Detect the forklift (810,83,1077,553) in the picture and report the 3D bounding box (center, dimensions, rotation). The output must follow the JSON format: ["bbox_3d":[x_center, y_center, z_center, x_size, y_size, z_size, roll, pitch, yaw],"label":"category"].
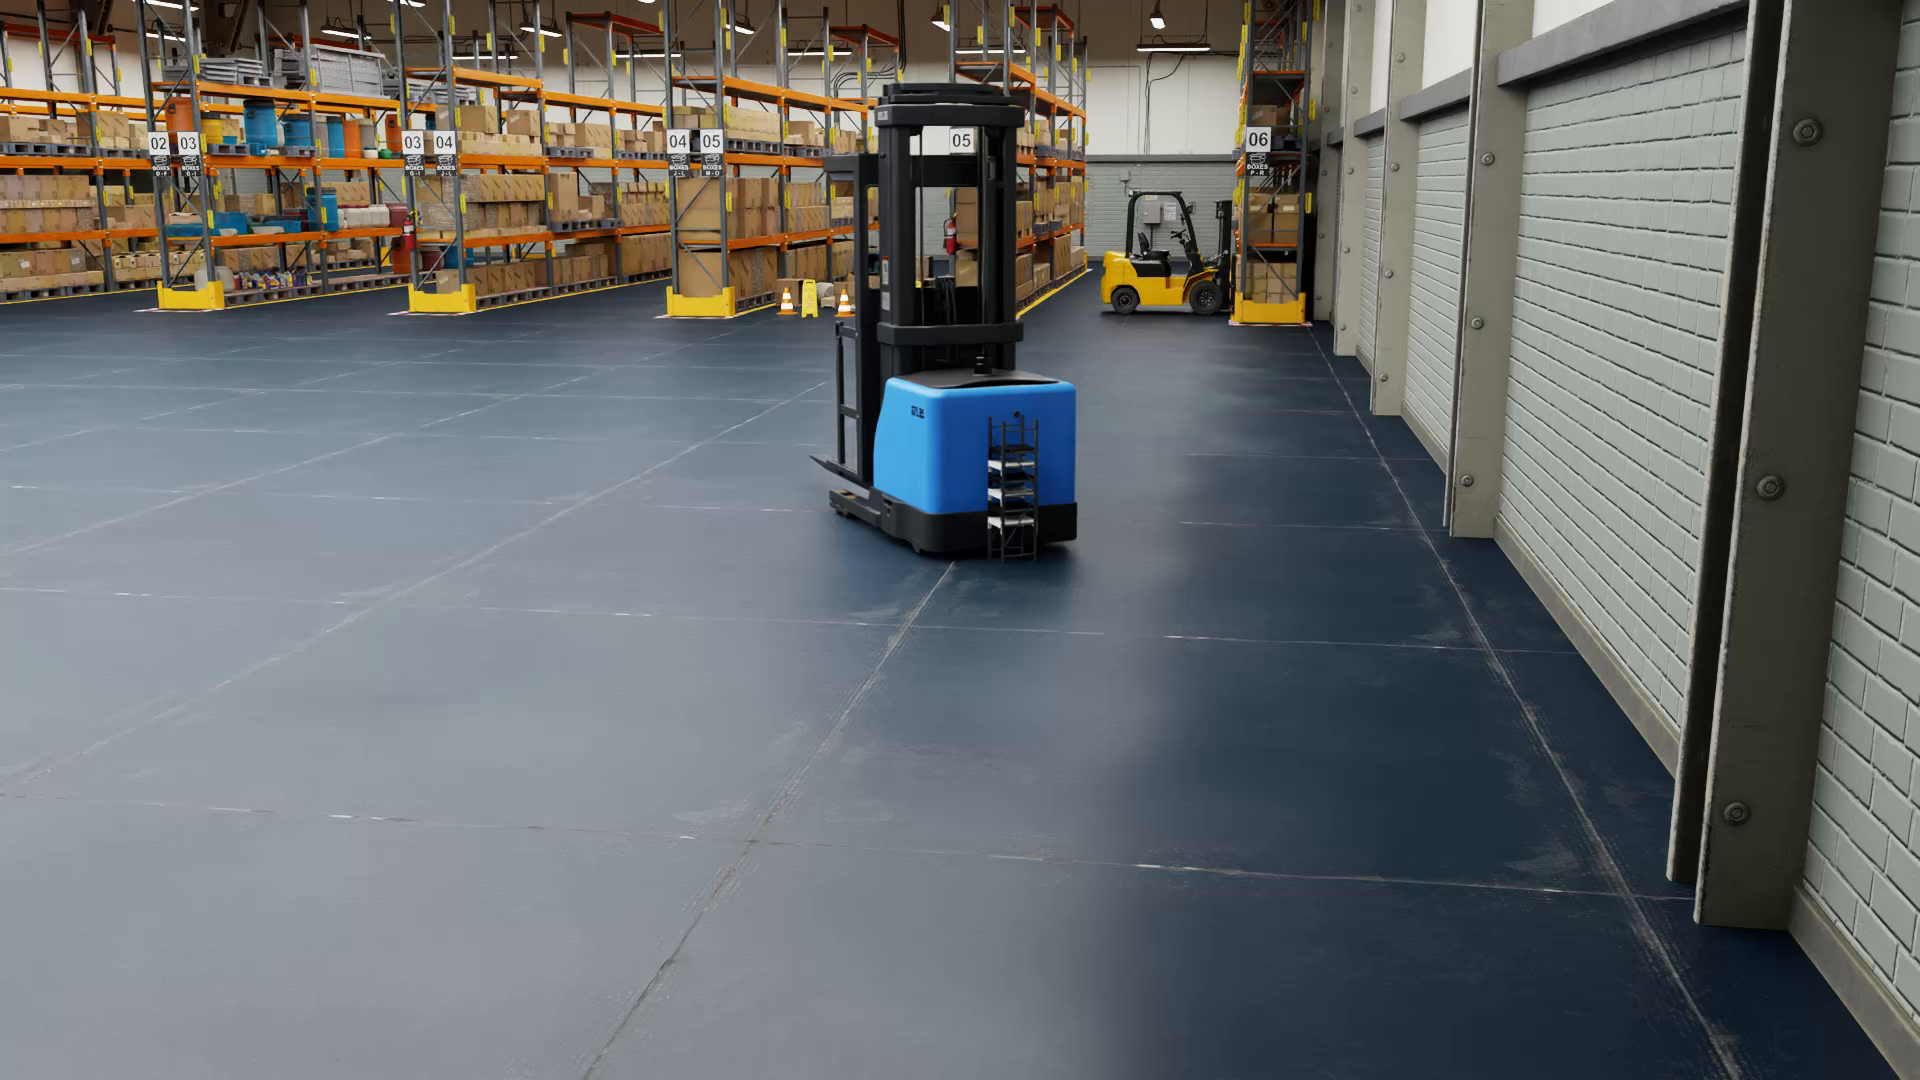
[{"bbox_3d":[-0.284,-1.616,11.536,1.130,2.935,3.031,-5,13,-22],"label":"forklift"}]

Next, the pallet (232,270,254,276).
[{"bbox_3d":[-17.873,-6.416,40.264,1.003,0.211,1.213,2,12,9],"label":"pallet"}]

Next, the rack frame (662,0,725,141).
[{"bbox_3d":[-4.582,-8.389,28.559,1.000,3.000,0.127,2,12,9],"label":"rack frame"}]

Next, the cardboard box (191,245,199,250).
[{"bbox_3d":[-21.776,-8.180,46.768,0.700,0.500,0.500,2,12,8],"label":"cardboard box"}]

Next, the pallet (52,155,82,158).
[{"bbox_3d":[-22.705,-9.527,41.411,1.003,0.211,1.213,2,12,11],"label":"pallet"}]

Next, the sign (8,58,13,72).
[{"bbox_3d":[-22.383,-11.197,39.185,0.100,0.325,0.005,2,12,9],"label":"sign"}]

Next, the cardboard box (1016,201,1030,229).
[{"bbox_3d":[1.044,-6.136,31.402,0.500,0.500,0.500,2,12,11],"label":"cardboard box"}]

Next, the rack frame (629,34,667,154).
[{"bbox_3d":[-7.622,-11.069,40.994,1.000,3.000,0.127,2,12,9],"label":"rack frame"}]

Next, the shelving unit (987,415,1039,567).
[{"bbox_3d":[0.326,-0.306,10.277,0.258,0.900,0.210,-5,13,-22],"label":"shelving unit"}]

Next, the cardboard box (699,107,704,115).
[{"bbox_3d":[-4.787,-7.630,29.628,0.380,0.149,0.250,2,12,10],"label":"cardboard box"}]

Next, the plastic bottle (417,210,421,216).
[{"bbox_3d":[-13.200,-7.874,40.526,0.144,0.351,0.185,2,12,9],"label":"plastic bottle"}]

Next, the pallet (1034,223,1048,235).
[{"bbox_3d":[1.201,-6.210,33.145,1.003,0.211,1.213,2,12,9],"label":"pallet"}]

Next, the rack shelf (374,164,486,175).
[{"bbox_3d":[-12.824,-8.995,40.198,1.077,0.370,4.000,2,12,9],"label":"rack shelf"}]

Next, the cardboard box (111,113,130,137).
[{"bbox_3d":[-18.442,-9.004,36.111,0.500,0.500,0.500,3,13,14],"label":"cardboard box"}]

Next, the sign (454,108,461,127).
[{"bbox_3d":[-8.932,-7.514,29.545,0.100,0.325,0.005,2,12,9],"label":"sign"}]

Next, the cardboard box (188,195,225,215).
[{"bbox_3d":[-18.040,-8.014,39.825,0.700,0.500,0.500,-2,12,-10],"label":"cardboard box"}]

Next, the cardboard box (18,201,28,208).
[{"bbox_3d":[-18.786,-6.669,33.040,0.380,0.149,0.250,2,12,8],"label":"cardboard box"}]

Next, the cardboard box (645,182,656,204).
[{"bbox_3d":[-7.829,-8.400,40.230,0.797,0.503,0.637,2,12,9],"label":"cardboard box"}]

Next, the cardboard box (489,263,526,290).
[{"bbox_3d":[-9.034,-5.253,33.183,0.500,0.500,0.500,6,14,27],"label":"cardboard box"}]

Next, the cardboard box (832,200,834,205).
[{"bbox_3d":[-3.051,-7.641,37.515,0.380,0.149,0.250,2,12,7],"label":"cardboard box"}]

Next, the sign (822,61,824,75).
[{"bbox_3d":[-3.270,-11.404,40.143,0.100,0.325,0.005,2,12,9],"label":"sign"}]

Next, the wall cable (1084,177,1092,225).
[{"bbox_3d":[3.629,-10.334,49.339,0.585,1.953,0.123,2,12,9],"label":"wall cable"}]

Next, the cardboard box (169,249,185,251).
[{"bbox_3d":[-18.396,-6.661,38.980,0.500,0.311,0.500,2,12,11],"label":"cardboard box"}]

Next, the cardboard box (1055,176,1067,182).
[{"bbox_3d":[2.475,-8.727,40.217,0.380,0.149,0.250,2,12,8],"label":"cardboard box"}]

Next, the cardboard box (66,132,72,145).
[{"bbox_3d":[-22.711,-9.948,41.632,0.700,0.500,0.500,2,12,9],"label":"cardboard box"}]

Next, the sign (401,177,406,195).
[{"bbox_3d":[-10.013,-6.381,29.982,0.100,0.325,0.005,2,12,9],"label":"sign"}]

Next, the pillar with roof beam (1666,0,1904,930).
[{"bbox_3d":[-1.718,-3.349,5.172,9.100,9.000,0.400,2,12,9],"label":"pillar with roof beam"}]

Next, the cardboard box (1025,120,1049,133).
[{"bbox_3d":[1.492,-8.205,32.998,0.500,0.250,0.500,2,12,7],"label":"cardboard box"}]

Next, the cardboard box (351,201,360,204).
[{"bbox_3d":[-16.753,-9.025,45.516,0.500,0.500,0.500,2,12,9],"label":"cardboard box"}]

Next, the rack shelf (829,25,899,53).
[{"bbox_3d":[-2.429,-12.576,41.808,1.077,0.370,4.000,2,12,9],"label":"rack shelf"}]

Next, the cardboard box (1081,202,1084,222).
[{"bbox_3d":[2.972,-8.587,43.483,0.500,0.500,0.500,2,12,9],"label":"cardboard box"}]

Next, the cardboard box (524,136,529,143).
[{"bbox_3d":[-8.702,-7.874,32.699,0.380,0.149,0.250,1,12,6],"label":"cardboard box"}]

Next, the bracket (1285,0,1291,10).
[{"bbox_3d":[7.658,-12.388,38.571,0.235,0.232,0.430,2,12,9],"label":"bracket"}]

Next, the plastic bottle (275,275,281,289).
[{"bbox_3d":[-13.676,-5.181,33.348,0.097,0.271,0.097,0,12,0],"label":"plastic bottle"}]

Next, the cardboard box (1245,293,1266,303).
[{"bbox_3d":[4.990,-4.126,28.549,0.500,0.250,0.500,2,12,9],"label":"cardboard box"}]

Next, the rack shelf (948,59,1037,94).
[{"bbox_3d":[0.632,-8.313,29.921,1.077,0.370,4.000,2,12,9],"label":"rack shelf"}]

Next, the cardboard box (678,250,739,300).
[{"bbox_3d":[-4.543,-4.766,30.036,0.875,0.875,0.875,2,12,9],"label":"cardboard box"}]

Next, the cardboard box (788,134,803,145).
[{"bbox_3d":[-3.470,-8.326,34.474,0.396,0.266,0.258,2,12,9],"label":"cardboard box"}]

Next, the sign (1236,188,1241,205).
[{"bbox_3d":[5.307,-6.532,31.624,0.100,0.325,0.005,2,12,9],"label":"sign"}]

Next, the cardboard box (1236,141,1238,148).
[{"bbox_3d":[6.433,-8.938,37.589,0.380,0.149,0.250,2,12,10],"label":"cardboard box"}]

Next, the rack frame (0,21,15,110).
[{"bbox_3d":[-22.921,-10.717,39.364,1.000,3.000,0.127,2,12,9],"label":"rack frame"}]

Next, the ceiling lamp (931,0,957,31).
[{"bbox_3d":[-0.117,-13.498,38.411,0.800,3.185,2.000,2,12,9],"label":"ceiling lamp"}]

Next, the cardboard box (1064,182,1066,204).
[{"bbox_3d":[2.180,-8.039,38.563,0.500,0.500,0.500,2,12,10],"label":"cardboard box"}]

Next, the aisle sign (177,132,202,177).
[{"bbox_3d":[-14.083,-7.045,30.392,0.394,0.787,0.004,2,12,9],"label":"aisle sign"}]

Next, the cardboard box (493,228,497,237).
[{"bbox_3d":[-9.003,-5.827,31.509,0.380,0.149,0.250,2,12,9],"label":"cardboard box"}]

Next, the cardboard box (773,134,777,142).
[{"bbox_3d":[-3.746,-7.748,32.067,0.380,0.149,0.250,2,12,10],"label":"cardboard box"}]

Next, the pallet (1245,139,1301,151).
[{"bbox_3d":[5.549,-6.981,29.356,1.003,0.211,1.213,2,12,9],"label":"pallet"}]

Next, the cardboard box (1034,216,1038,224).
[{"bbox_3d":[1.337,-6.337,32.877,0.380,0.149,0.250,2,12,9],"label":"cardboard box"}]

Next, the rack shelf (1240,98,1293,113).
[{"bbox_3d":[6.767,-9.624,36.947,1.077,0.370,4.000,2,12,9],"label":"rack shelf"}]

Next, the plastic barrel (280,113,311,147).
[{"bbox_3d":[-13.883,-8.455,34.798,0.600,0.901,0.708,2,12,9],"label":"plastic barrel"}]

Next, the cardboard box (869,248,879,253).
[{"bbox_3d":[-2.251,-7.337,42.275,0.380,0.149,0.250,2,12,10],"label":"cardboard box"}]

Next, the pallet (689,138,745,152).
[{"bbox_3d":[-4.479,-7.034,29.603,1.003,0.211,1.213,2,12,9],"label":"pallet"}]

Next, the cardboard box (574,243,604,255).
[{"bbox_3d":[-8.311,-6.523,37.248,0.500,0.250,0.500,2,12,11],"label":"cardboard box"}]
